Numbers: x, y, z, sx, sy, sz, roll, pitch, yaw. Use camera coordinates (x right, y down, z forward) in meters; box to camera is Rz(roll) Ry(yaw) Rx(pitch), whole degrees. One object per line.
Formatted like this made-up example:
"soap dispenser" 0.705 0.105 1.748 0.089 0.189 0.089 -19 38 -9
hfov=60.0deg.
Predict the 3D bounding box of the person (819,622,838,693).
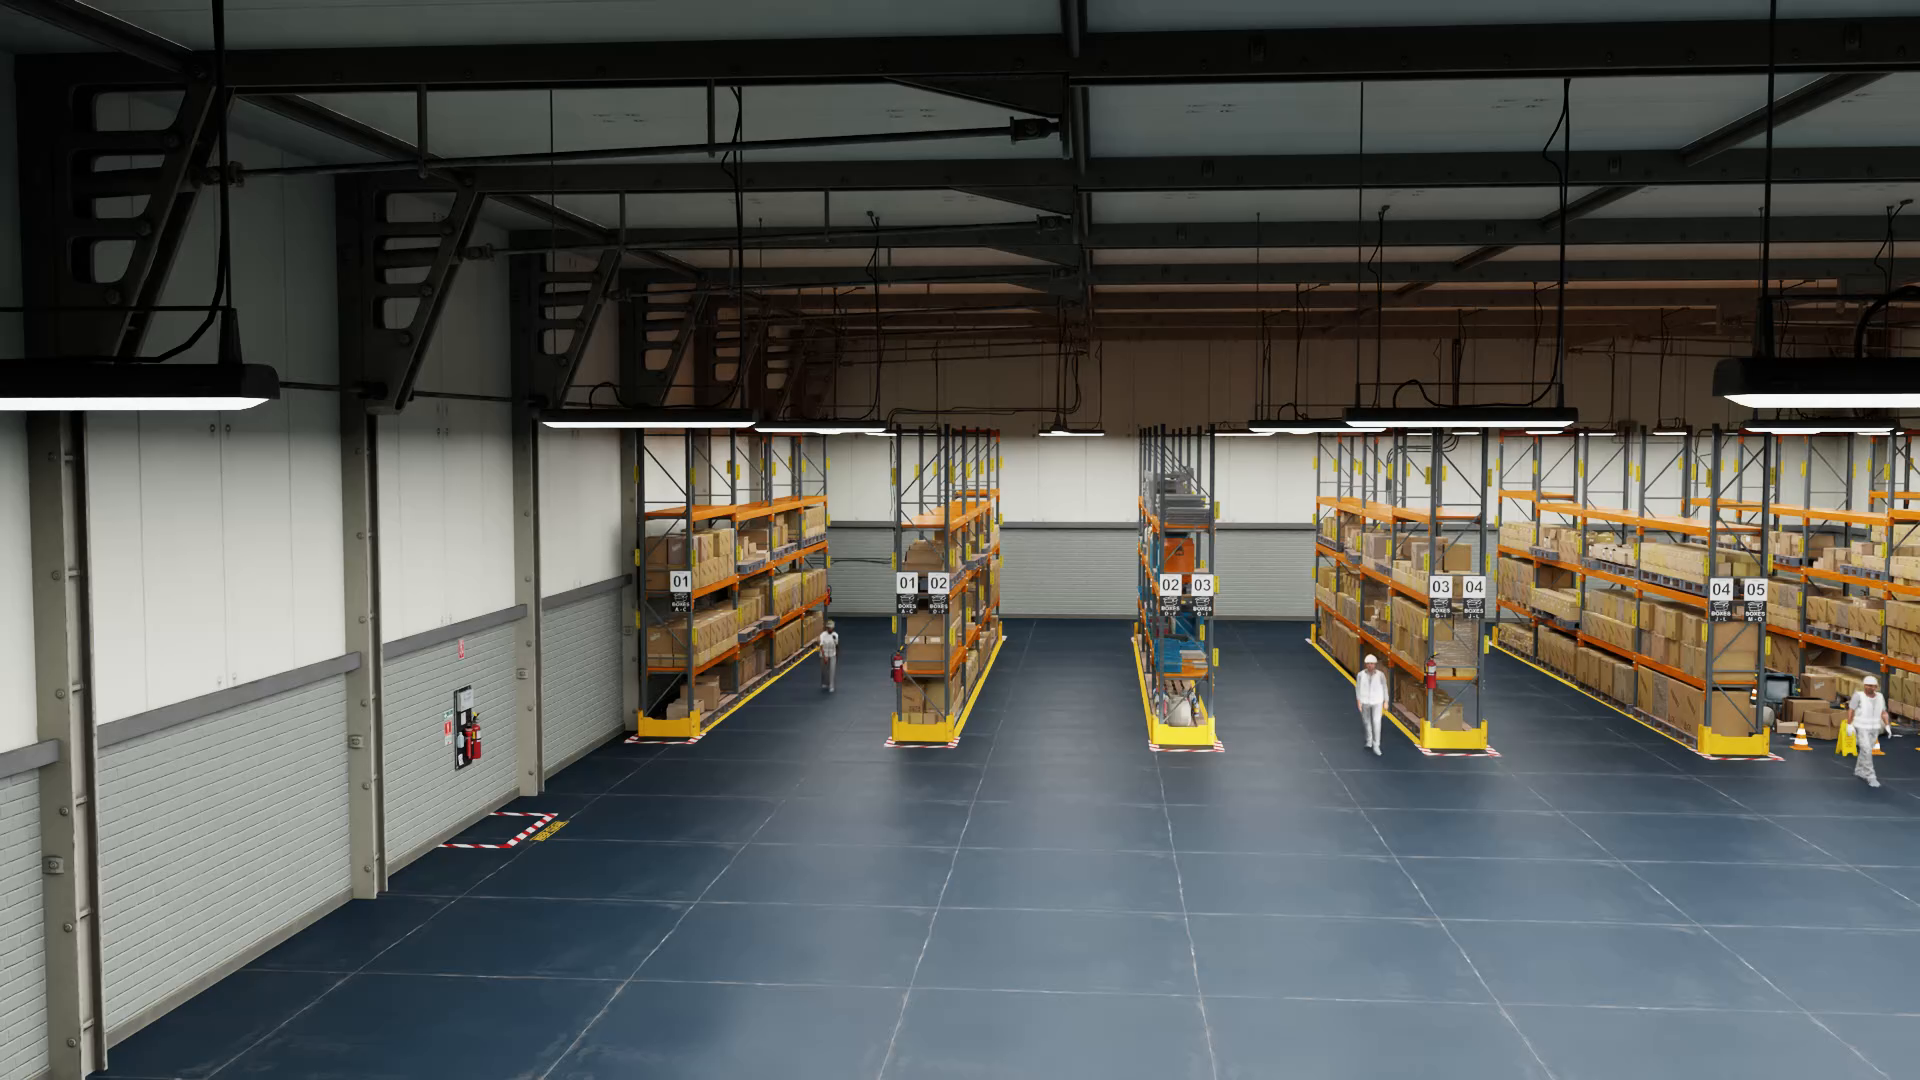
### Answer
"person" -2.956 2.633 37.586 0.438 1.571 1.068 -1 4 -10

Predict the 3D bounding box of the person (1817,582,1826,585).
"person" 24.293 2.015 46.866 0.570 1.672 0.499 0 3 1

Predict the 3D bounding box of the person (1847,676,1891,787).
"person" 15.134 3.157 27.670 0.582 1.803 0.782 0 3 -6

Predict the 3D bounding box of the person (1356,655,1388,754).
"person" 7.536 2.974 30.508 0.566 1.741 0.903 2 4 26
